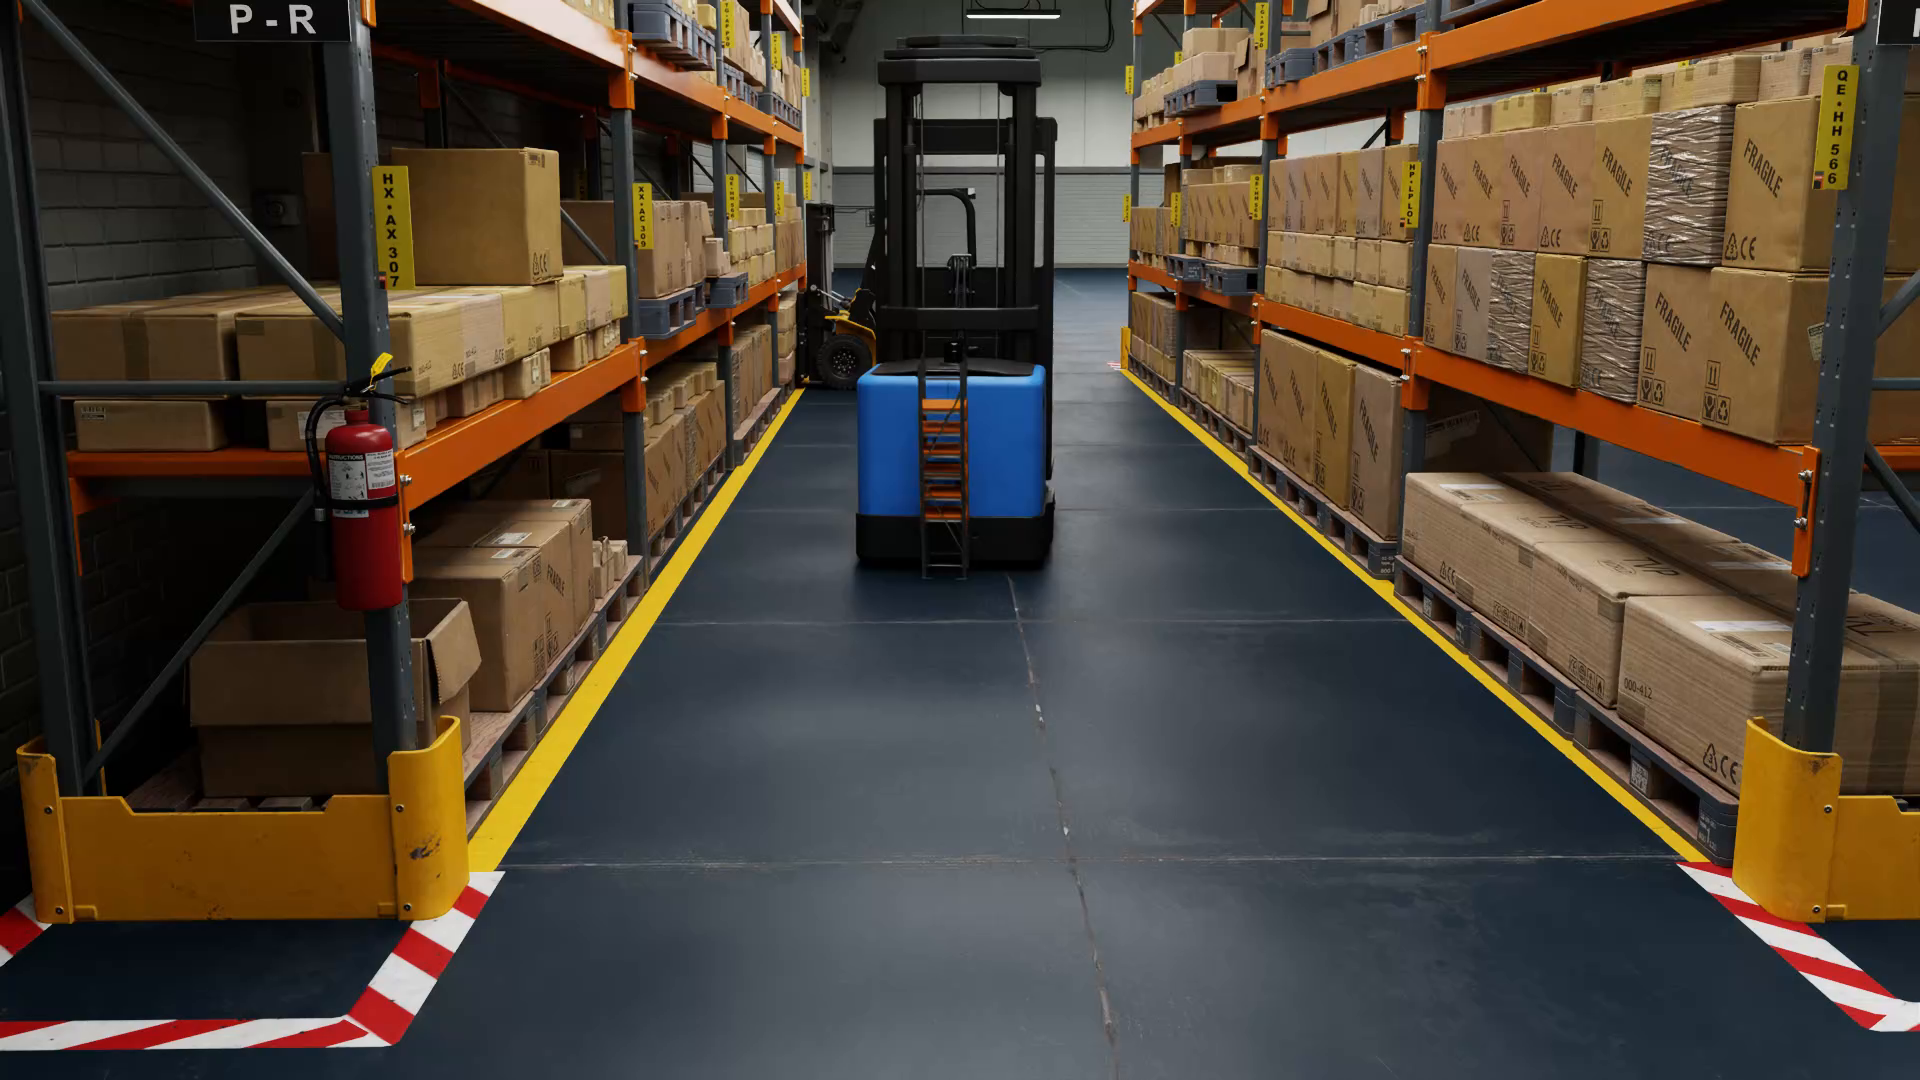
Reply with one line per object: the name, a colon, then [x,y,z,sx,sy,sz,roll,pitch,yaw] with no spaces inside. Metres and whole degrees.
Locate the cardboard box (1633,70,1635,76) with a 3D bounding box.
cardboard box: [7.319,-4.946,17.671,0.500,0.250,0.500,0,11,-2]

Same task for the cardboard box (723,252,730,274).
cardboard box: [-1.825,-1.949,11.697,0.380,0.149,0.250,0,11,0]

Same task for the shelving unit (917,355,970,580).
shelving unit: [-0.084,-0.381,8.878,0.258,1.200,0.189,1,21,5]

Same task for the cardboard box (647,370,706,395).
cardboard box: [-1.961,-1.090,11.488,0.380,0.149,0.250,-1,11,-3]

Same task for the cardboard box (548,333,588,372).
cardboard box: [-1.812,-0.809,7.132,0.380,0.149,0.250,0,11,-2]

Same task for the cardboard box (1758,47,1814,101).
cardboard box: [2.669,-1.404,5.037,0.380,0.149,0.250,0,11,0]

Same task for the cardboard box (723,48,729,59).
cardboard box: [-1.926,-3.676,12.371,0.380,0.166,0.250,0,11,-1]

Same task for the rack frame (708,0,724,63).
rack frame: [-2.222,-4.935,11.753,1.000,3.000,0.127,0,11,-1]

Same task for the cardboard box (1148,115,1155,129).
cardboard box: [2.288,-4.630,18.422,0.380,0.149,0.250,0,11,-1]

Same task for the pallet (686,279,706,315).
pallet: [-2.178,-1.515,10.464,1.003,0.211,1.213,0,11,-1]

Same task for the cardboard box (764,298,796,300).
cardboard box: [-2.027,-2.541,18.385,0.500,0.250,0.500,0,11,-2]

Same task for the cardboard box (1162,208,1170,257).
cardboard box: [2.382,-3.196,17.268,0.500,0.500,0.500,0,11,1]

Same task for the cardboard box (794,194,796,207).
cardboard box: [-2.054,-3.826,18.742,0.380,0.149,0.250,0,11,0]

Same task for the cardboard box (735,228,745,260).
cardboard box: [-1.996,-2.356,13.245,0.500,0.250,0.500,0,11,1]

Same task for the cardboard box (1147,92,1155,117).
cardboard box: [2.355,-4.845,18.482,0.500,0.250,0.500,0,11,1]

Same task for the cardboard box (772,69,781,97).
cardboard box: [-2.079,-4.638,16.748,0.500,0.311,0.500,0,11,0]

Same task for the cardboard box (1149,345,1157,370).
cardboard box: [2.350,-1.993,18.199,0.500,0.250,0.500,0,11,0]

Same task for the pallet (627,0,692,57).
pallet: [-2.083,-2.708,8.791,1.213,0.211,1.003,0,11,-1]

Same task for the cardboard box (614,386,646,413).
cardboard box: [-1.934,-0.768,9.154,0.380,0.149,0.250,-1,11,-4]

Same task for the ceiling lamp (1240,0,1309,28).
ceiling lamp: [8.322,-14.489,44.166,2.000,3.185,0.800,0,11,-1]

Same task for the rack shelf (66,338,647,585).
rack shelf: [-2.098,-0.450,6.542,1.077,0.370,4.000,0,11,-1]

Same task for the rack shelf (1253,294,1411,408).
rack shelf: [2.781,-1.266,10.566,1.077,0.370,4.000,0,11,-1]

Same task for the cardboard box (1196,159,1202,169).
cardboard box: [2.893,-3.786,17.663,0.700,0.500,0.500,0,11,-2]

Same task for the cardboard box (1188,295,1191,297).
cardboard box: [2.866,-2.571,19.159,0.500,0.500,0.500,0,11,1]

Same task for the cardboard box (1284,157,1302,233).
cardboard box: [2.526,-2.358,11.371,0.500,0.500,0.500,0,11,-1]

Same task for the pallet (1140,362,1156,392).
pallet: [2.580,-1.821,18.506,1.003,0.211,1.213,0,11,-1]

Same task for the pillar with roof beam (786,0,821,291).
pillar with roof beam: [0.658,-9.979,36.616,9.100,9.000,0.548,0,11,-1]

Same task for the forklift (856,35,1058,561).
forklift: [0.046,-1.560,10.377,1.130,2.935,3.031,1,11,4]

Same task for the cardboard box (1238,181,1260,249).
cardboard box: [2.453,-2.506,12.813,0.500,0.500,0.500,-1,11,-3]

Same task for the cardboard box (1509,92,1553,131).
cardboard box: [2.559,-1.810,7.040,0.380,0.149,0.250,-1,11,-3]

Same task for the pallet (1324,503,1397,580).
pallet: [2.732,-0.008,9.566,1.003,0.211,1.213,0,11,-1]

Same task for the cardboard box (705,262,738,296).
cardboard box: [-1.987,-2.011,12.804,0.500,0.250,0.500,0,11,-1]

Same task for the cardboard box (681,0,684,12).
cardboard box: [-1.772,-3.066,9.407,0.380,0.149,0.250,0,11,-2]

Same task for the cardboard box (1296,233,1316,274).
cardboard box: [2.511,-1.884,10.923,0.500,0.250,0.500,0,11,-1]

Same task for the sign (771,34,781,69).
sign: [-1.763,-4.672,15.909,0.100,0.325,0.005,0,11,-1]

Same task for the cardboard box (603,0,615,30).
cardboard box: [-1.837,-2.477,7.811,0.380,0.149,0.250,0,11,-2]

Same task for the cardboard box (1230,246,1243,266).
cardboard box: [2.370,-2.266,13.261,0.380,0.149,0.250,0,11,-2]

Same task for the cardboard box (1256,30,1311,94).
cardboard box: [2.731,-3.724,13.075,0.700,0.500,0.500,0,11,-1]

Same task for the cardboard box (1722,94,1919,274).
cardboard box: [2.657,-1.060,4.974,0.500,0.500,0.500,0,11,1]

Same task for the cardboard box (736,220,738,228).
cardboard box: [-1.990,-2.583,13.362,0.380,0.149,0.250,0,11,-1]

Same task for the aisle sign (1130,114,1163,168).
aisle sign: [2.264,-4.892,20.089,0.394,0.787,0.004,0,11,-1]

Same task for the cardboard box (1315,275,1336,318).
cardboard box: [2.546,-1.540,10.484,0.500,0.250,0.500,0,11,-1]

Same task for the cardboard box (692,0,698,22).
cardboard box: [-1.964,-3.561,11.147,0.380,0.149,0.250,-1,11,-3]

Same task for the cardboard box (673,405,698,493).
cardboard box: [-1.956,-0.586,10.635,0.500,0.500,0.500,-1,11,-3]

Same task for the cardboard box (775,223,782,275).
cardboard box: [-2.053,-2.929,16.699,0.500,0.500,0.500,-1,11,-3]

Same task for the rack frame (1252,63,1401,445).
rack frame: [2.740,-2.016,12.454,1.000,3.000,0.127,0,11,-1]

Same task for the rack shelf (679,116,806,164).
rack shelf: [-2.346,-4.305,18.002,1.077,0.370,4.000,0,11,-1]

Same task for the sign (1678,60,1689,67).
sign: [7.050,-4.612,16.202,0.100,0.325,0.005,0,11,-1]

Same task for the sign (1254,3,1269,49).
sign: [2.198,-3.738,12.095,0.100,0.325,0.005,0,11,-1]

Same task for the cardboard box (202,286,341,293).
cardboard box: [-2.347,-0.769,5.932,0.500,0.250,0.500,0,11,1]

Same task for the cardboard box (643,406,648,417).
cardboard box: [-1.981,-0.677,9.451,0.380,0.149,0.250,-1,11,-4]

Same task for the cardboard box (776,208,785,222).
cardboard box: [-2.020,-3.374,17.264,0.380,0.149,0.250,0,11,0]

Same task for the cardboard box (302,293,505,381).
cardboard box: [-1.808,-0.669,5.441,0.500,0.250,0.500,0,11,-1]

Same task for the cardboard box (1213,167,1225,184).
cardboard box: [2.439,-3.220,14.697,0.380,0.149,0.250,0,11,2]

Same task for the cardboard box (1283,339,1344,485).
cardboard box: [2.686,-0.866,11.071,0.875,0.875,0.875,0,11,0]

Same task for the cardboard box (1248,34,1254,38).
cardboard box: [2.797,-4.544,15.433,0.500,0.250,0.500,0,11,0]

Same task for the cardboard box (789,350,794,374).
cardboard box: [-2.010,-1.847,17.479,0.500,0.250,0.500,0,11,-2]

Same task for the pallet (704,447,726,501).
pallet: [-2.245,-0.480,11.895,1.003,0.211,1.213,0,11,-1]

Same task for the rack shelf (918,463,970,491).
rack shelf: [-0.084,-0.339,8.893,0.258,0.103,0.180,1,21,5]

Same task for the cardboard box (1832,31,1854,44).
cardboard box: [7.365,-3.945,13.330,0.500,0.311,0.500,0,11,-1]
